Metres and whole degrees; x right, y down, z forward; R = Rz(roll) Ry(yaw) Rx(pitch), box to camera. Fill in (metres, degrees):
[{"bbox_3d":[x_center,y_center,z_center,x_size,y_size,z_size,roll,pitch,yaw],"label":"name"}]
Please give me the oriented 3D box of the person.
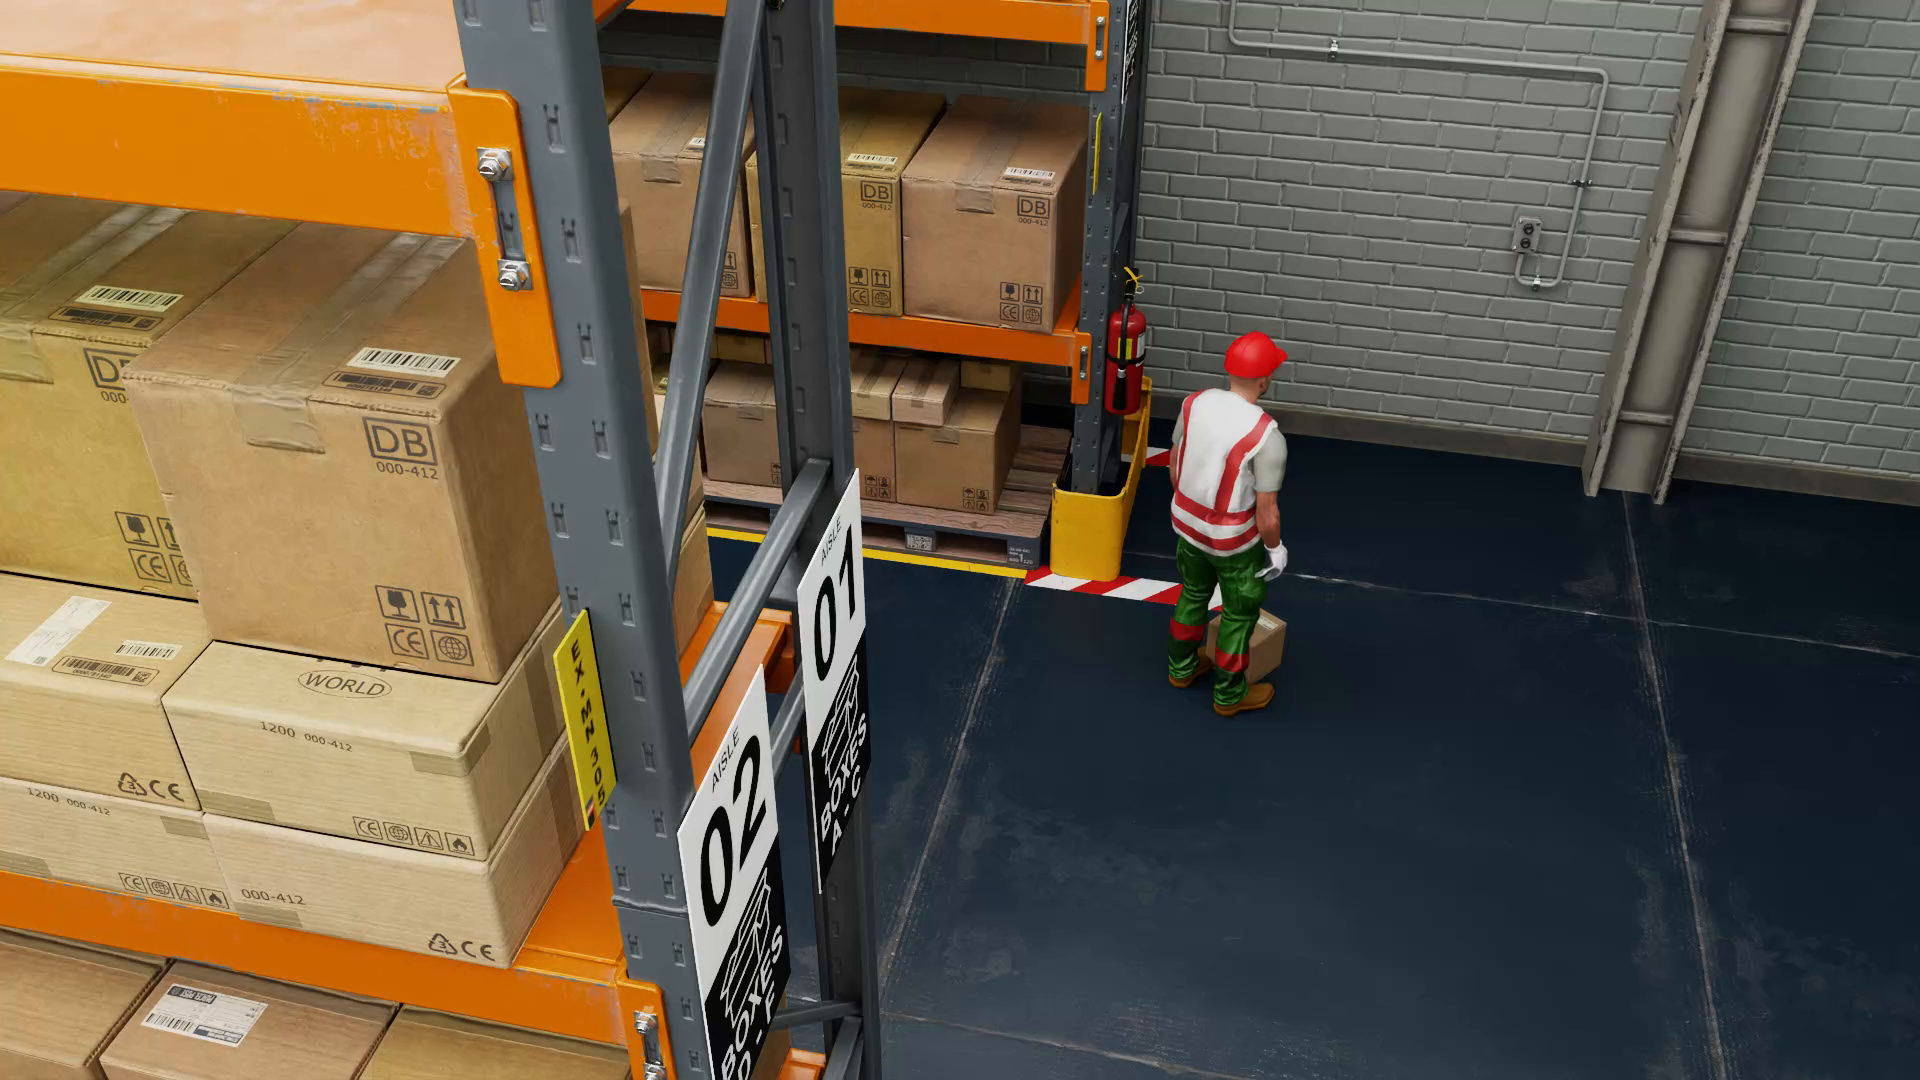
[{"bbox_3d":[1.130,-0.058,7.032,0.452,1.779,0.607,-26,44,-31],"label":"person"}]
